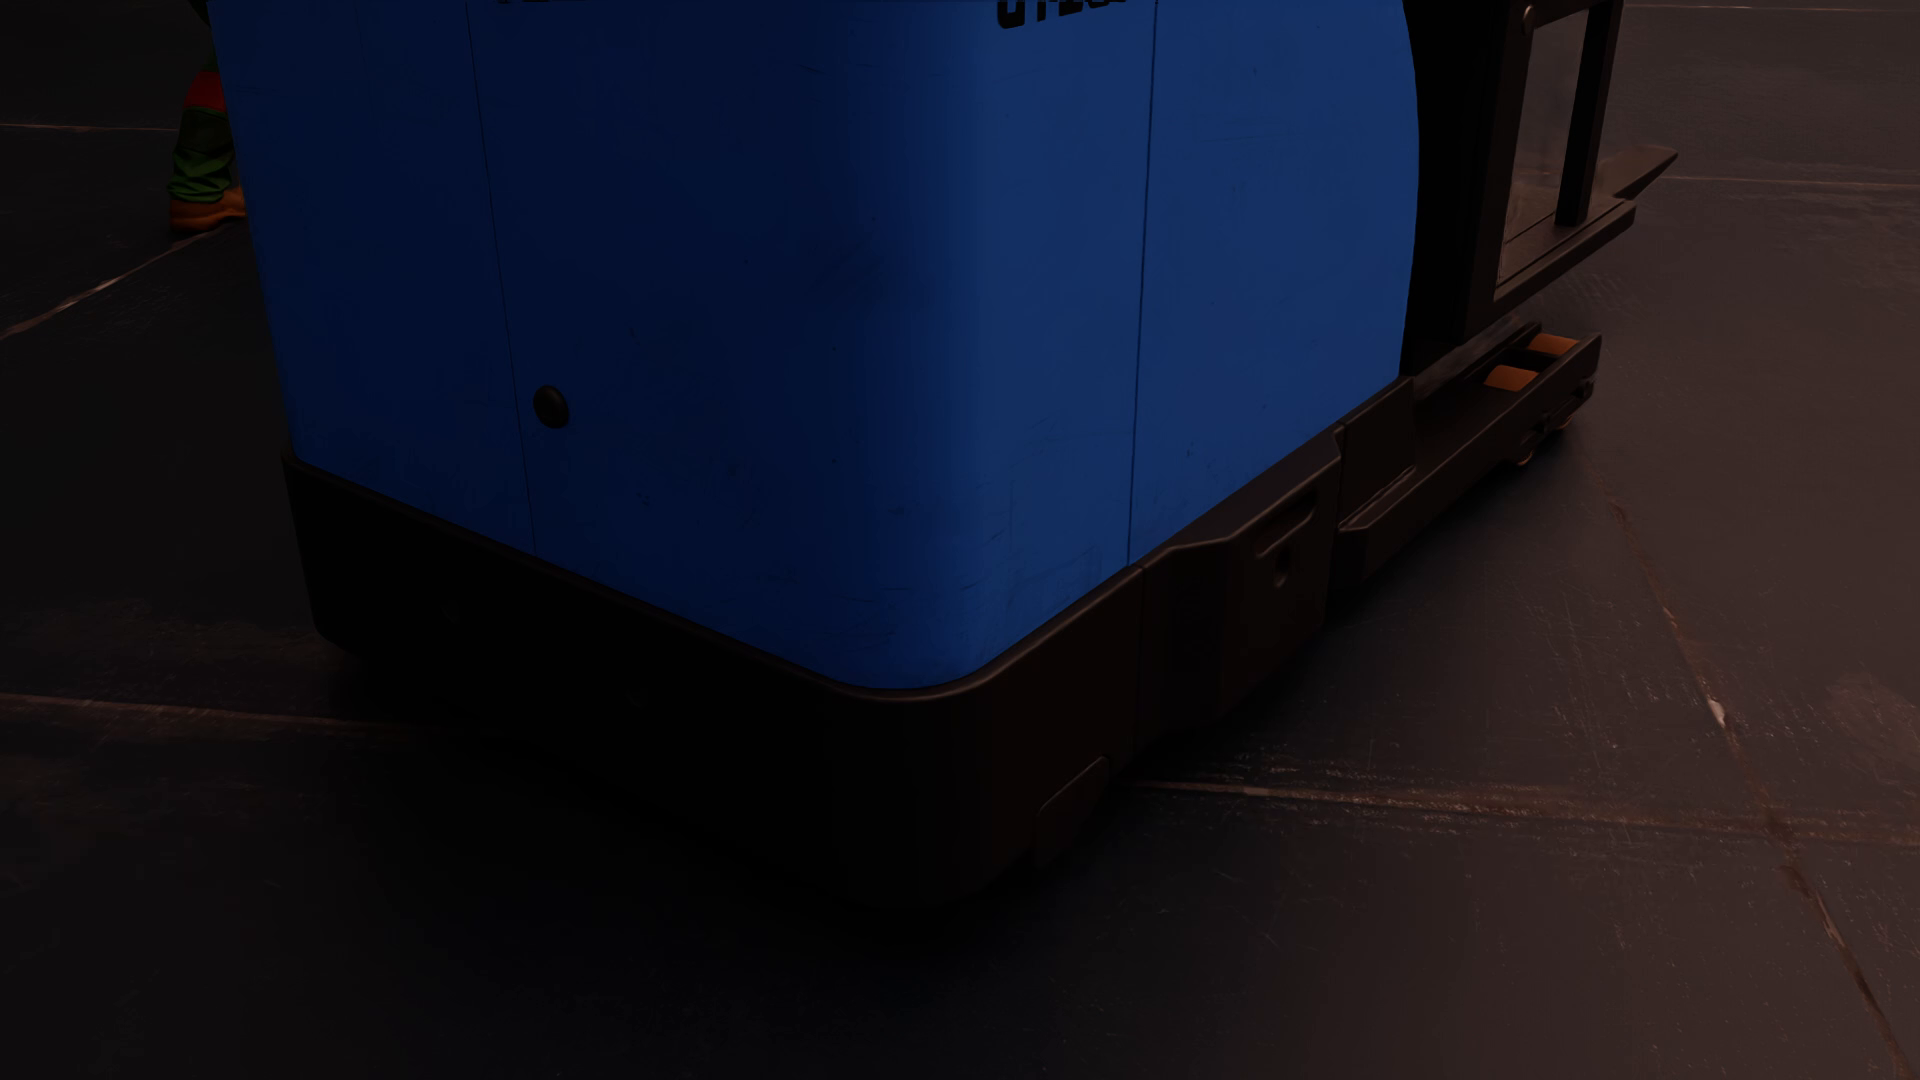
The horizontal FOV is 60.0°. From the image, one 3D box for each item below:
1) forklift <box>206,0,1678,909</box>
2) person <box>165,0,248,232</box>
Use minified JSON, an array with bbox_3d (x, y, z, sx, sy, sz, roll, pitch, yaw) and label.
[{"bbox_3d":[0.453,-1.549,2.322,1.130,2.935,3.031,18,32,32],"label":"forklift"},{"bbox_3d":[-1.557,-1.489,3.781,0.789,1.554,0.725,8,28,16],"label":"person"}]
